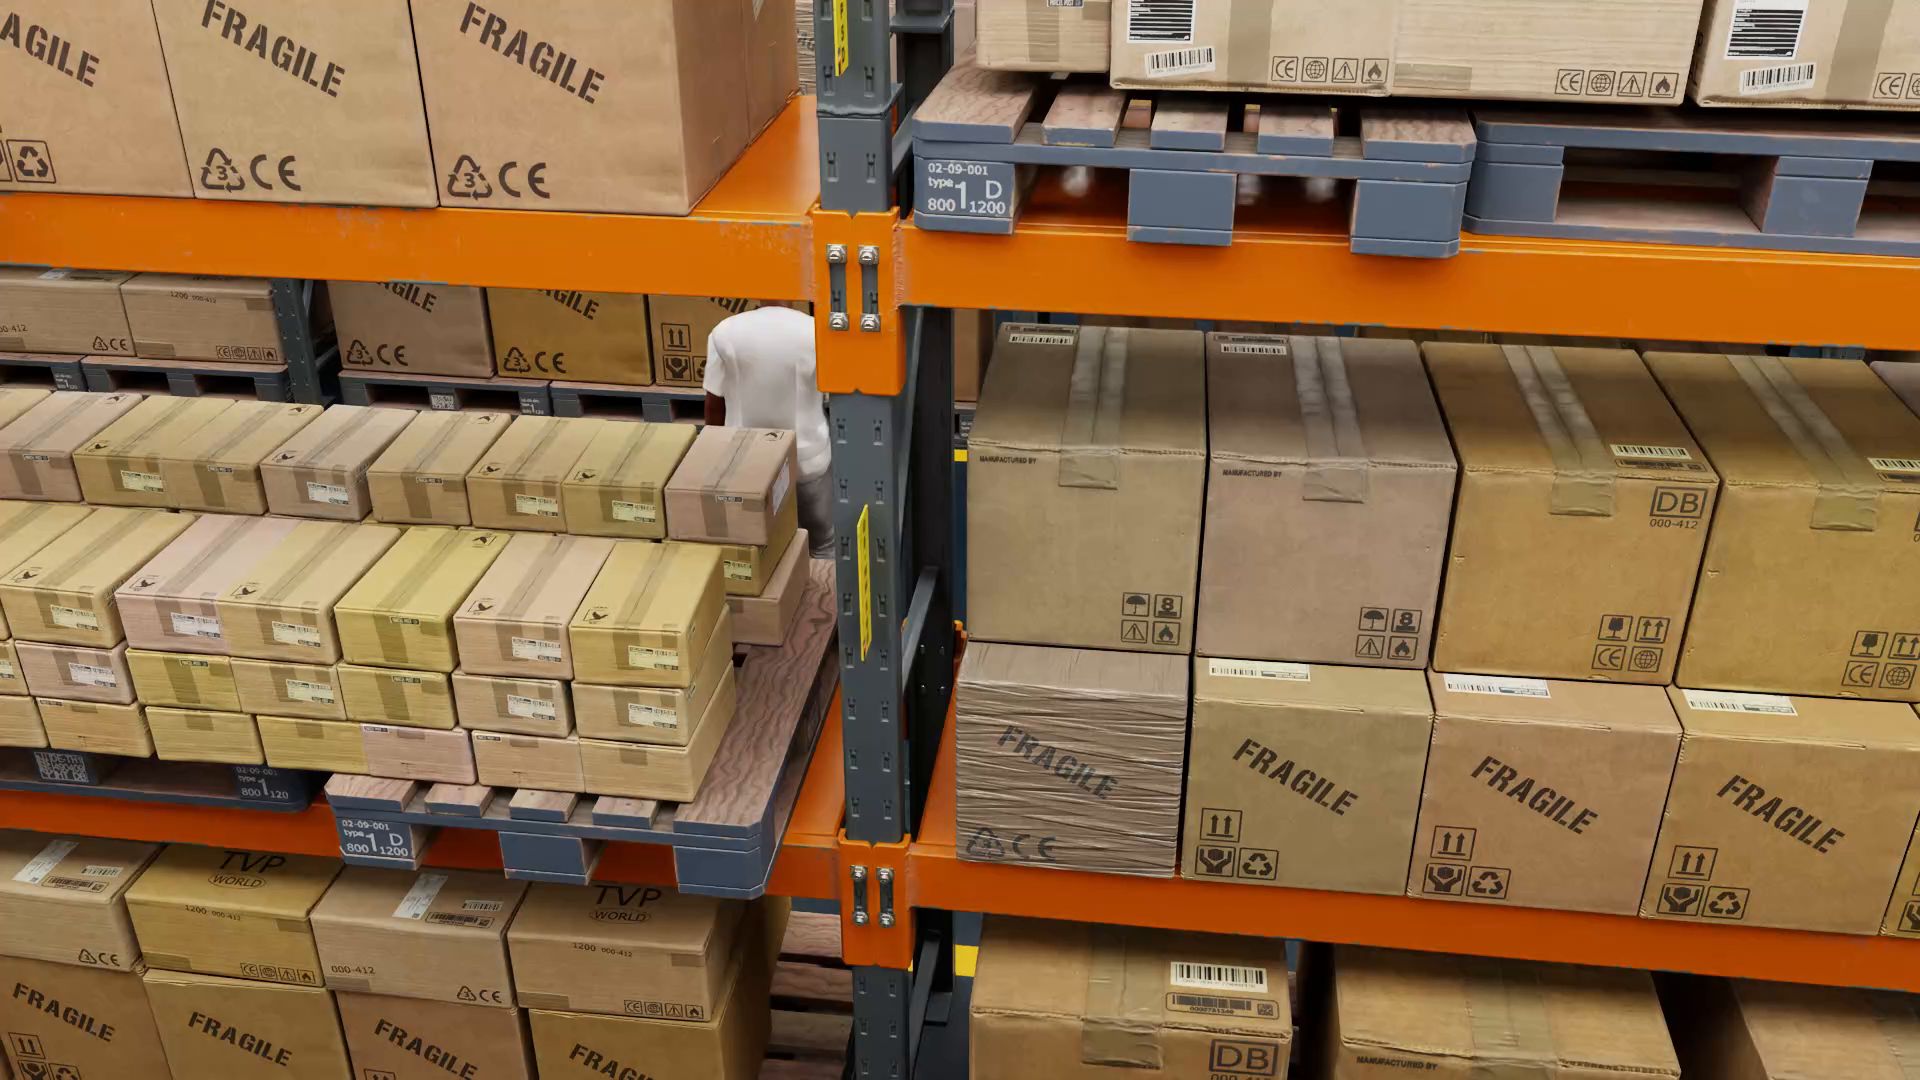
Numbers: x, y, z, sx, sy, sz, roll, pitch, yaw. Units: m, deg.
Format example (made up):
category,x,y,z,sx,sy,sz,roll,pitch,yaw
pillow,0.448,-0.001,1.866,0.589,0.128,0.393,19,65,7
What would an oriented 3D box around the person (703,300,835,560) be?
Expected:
category,x,y,z,sx,sy,sz,roll,pitch,yaw
person,-0.707,-0.346,6.747,0.627,1.761,0.456,4,28,7
